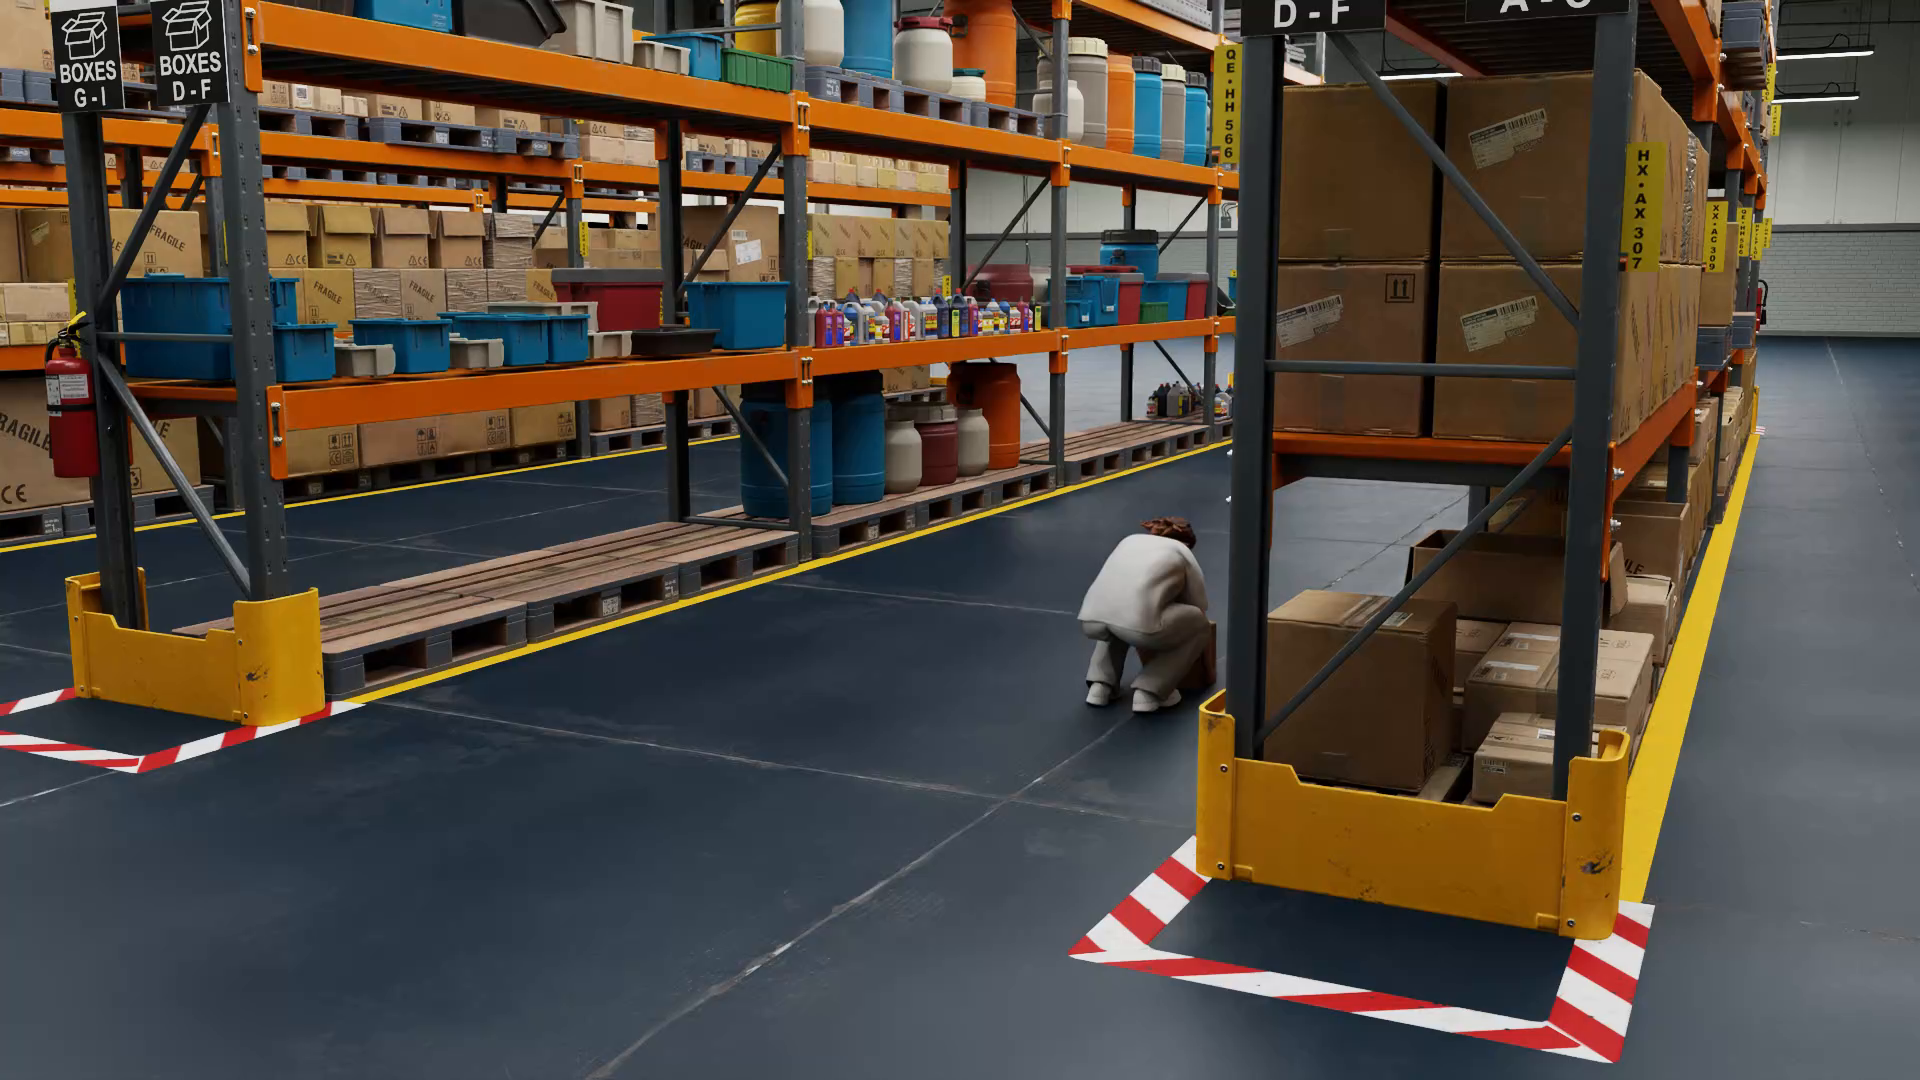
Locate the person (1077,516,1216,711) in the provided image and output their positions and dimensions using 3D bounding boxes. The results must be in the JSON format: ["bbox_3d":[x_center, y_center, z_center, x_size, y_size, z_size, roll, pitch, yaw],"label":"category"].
[{"bbox_3d":[0.795,0.327,7.001,0.475,0.822,0.832,6,11,33],"label":"person"}]
